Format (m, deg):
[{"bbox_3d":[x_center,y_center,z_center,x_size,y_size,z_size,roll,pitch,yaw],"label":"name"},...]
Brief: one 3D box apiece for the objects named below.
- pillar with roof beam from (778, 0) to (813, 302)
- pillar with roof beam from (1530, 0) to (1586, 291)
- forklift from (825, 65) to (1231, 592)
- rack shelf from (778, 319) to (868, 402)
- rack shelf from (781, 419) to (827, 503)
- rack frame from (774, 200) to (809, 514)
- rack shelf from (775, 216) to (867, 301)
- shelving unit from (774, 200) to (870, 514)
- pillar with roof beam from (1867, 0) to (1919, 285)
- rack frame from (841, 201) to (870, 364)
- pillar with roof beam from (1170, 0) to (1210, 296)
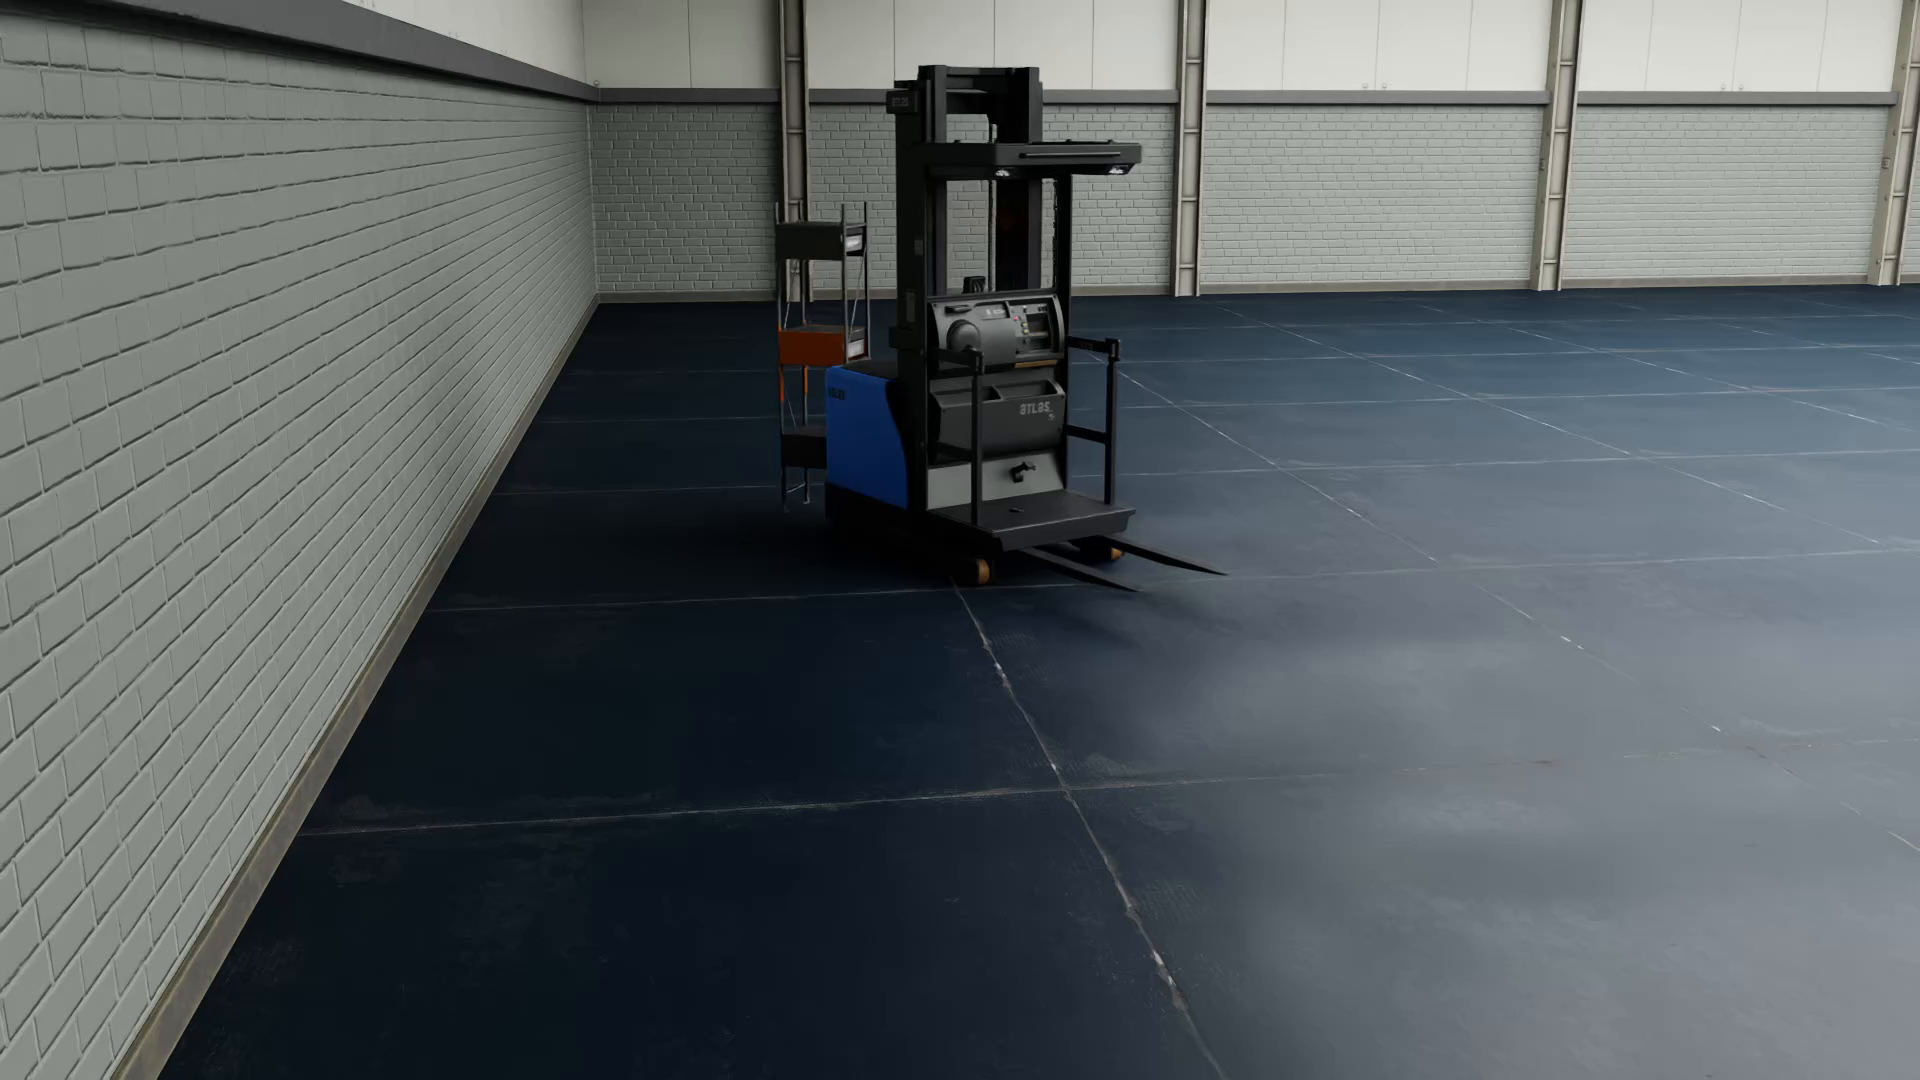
[{"bbox_3d":[-1.786,-6.937,19.883,0.400,9.000,9.100,-2,14,-8],"label":"pillar with roof beam"},{"bbox_3d":[10.080,-7.372,21.617,0.400,9.000,9.100,-2,14,-8],"label":"pillar with roof beam"},{"bbox_3d":[0.353,-1.286,9.822,1.130,2.935,3.031,-9,17,-33],"label":"forklift"},{"bbox_3d":[-0.919,-1.208,11.277,0.480,0.518,0.431,5,15,20],"label":"rack shelf"},{"bbox_3d":[-0.919,-0.529,11.448,0.480,0.518,0.431,5,15,20],"label":"rack shelf"},{"bbox_3d":[-1.148,-1.242,11.356,0.015,2.100,0.400,5,15,20],"label":"rack frame"},{"bbox_3d":[-0.919,-1.887,11.107,0.480,0.518,0.431,5,15,20],"label":"rack shelf"},{"bbox_3d":[-0.919,-1.221,11.274,0.503,2.100,0.431,5,15,20],"label":"shelving unit"},{"bbox_3d":[16.013,-7.589,22.484,0.400,9.000,9.100,-2,14,-8],"label":"pillar with roof beam"},{"bbox_3d":[-0.691,-1.200,11.192,0.015,2.100,0.400,5,15,20],"label":"rack frame"},{"bbox_3d":[4.147,-7.154,20.750,0.400,9.000,9.100,-2,14,-8],"label":"pillar with roof beam"}]
